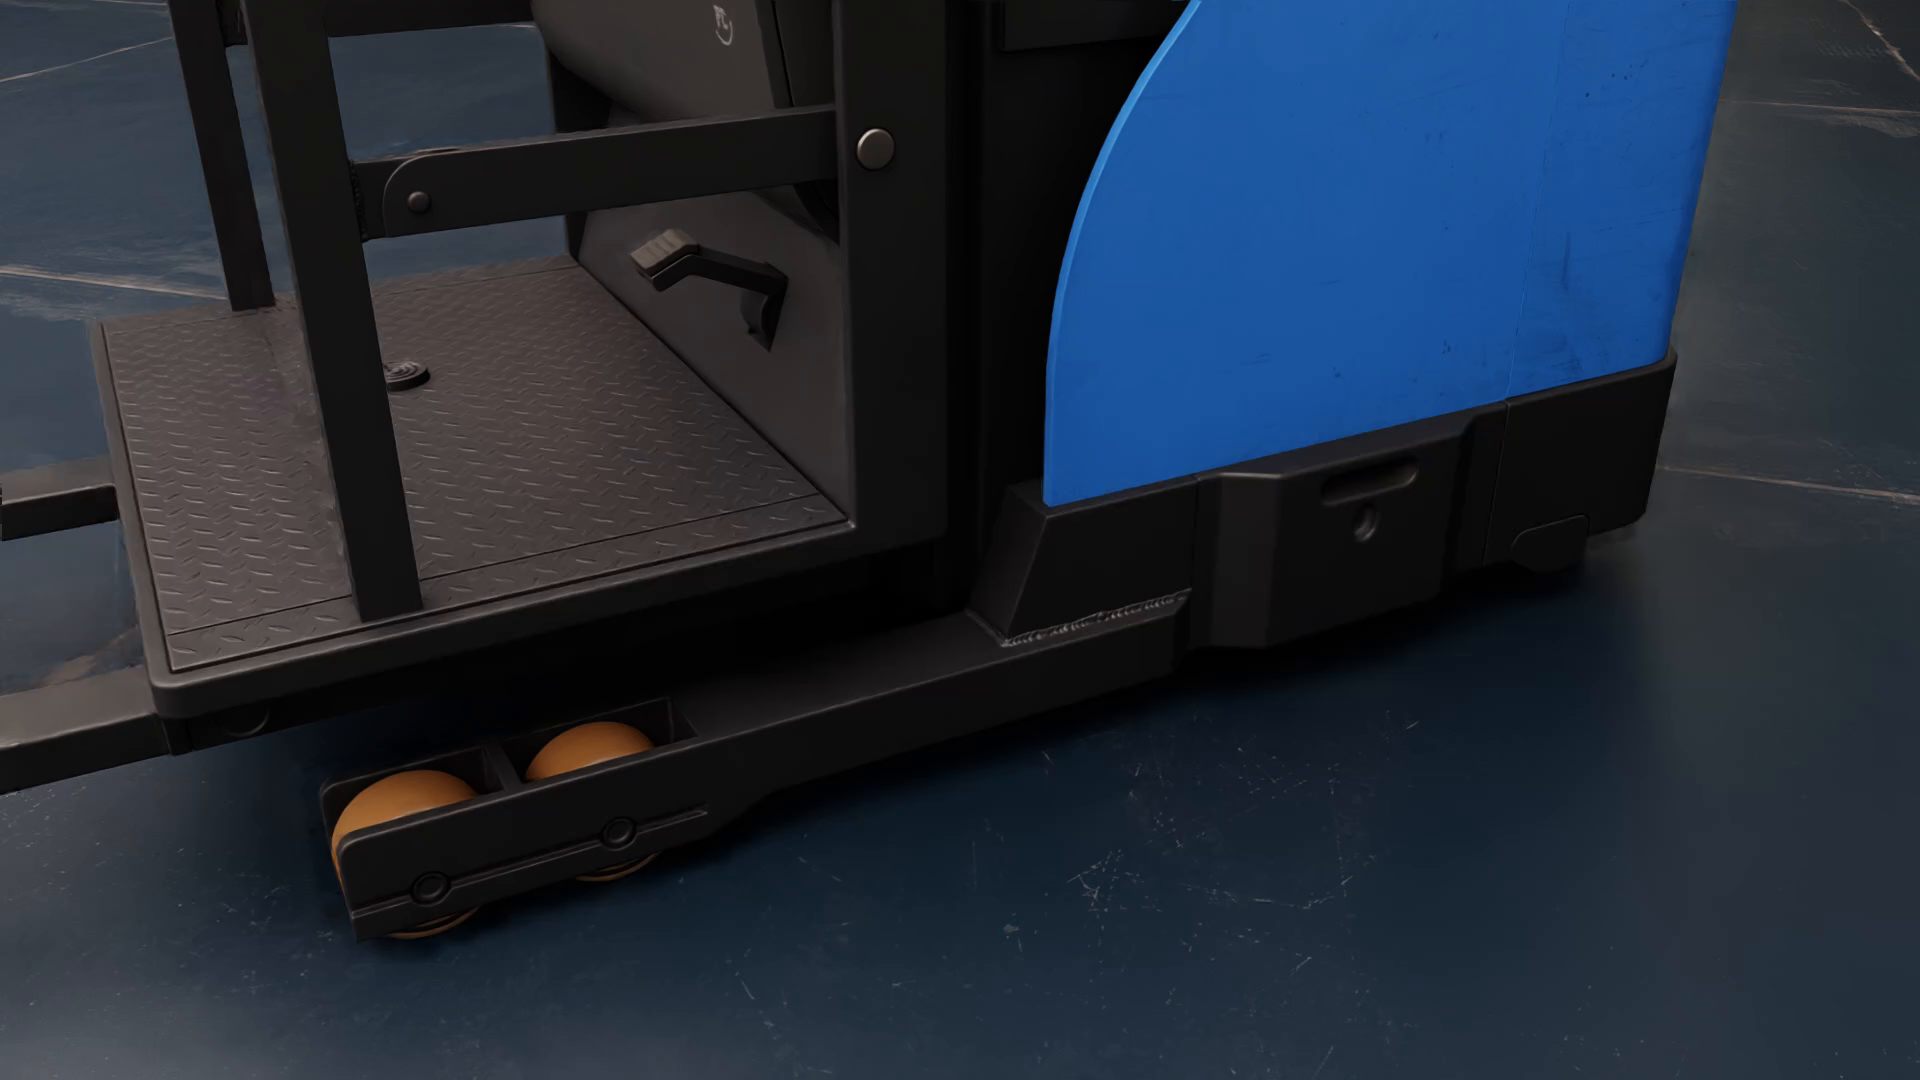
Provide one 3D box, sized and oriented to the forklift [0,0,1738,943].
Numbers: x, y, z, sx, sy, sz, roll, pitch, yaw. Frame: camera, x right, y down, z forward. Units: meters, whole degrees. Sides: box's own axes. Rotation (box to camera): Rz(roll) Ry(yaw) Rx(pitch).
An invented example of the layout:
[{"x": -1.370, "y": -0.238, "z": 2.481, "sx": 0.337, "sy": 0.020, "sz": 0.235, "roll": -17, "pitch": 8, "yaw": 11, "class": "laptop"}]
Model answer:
[{"x": -0.538, "y": -1.174, "z": 1.575, "sx": 3.031, "sy": 2.935, "sz": 1.130, "roll": -13, "pitch": 30, "yaw": -25, "class": "forklift"}]
